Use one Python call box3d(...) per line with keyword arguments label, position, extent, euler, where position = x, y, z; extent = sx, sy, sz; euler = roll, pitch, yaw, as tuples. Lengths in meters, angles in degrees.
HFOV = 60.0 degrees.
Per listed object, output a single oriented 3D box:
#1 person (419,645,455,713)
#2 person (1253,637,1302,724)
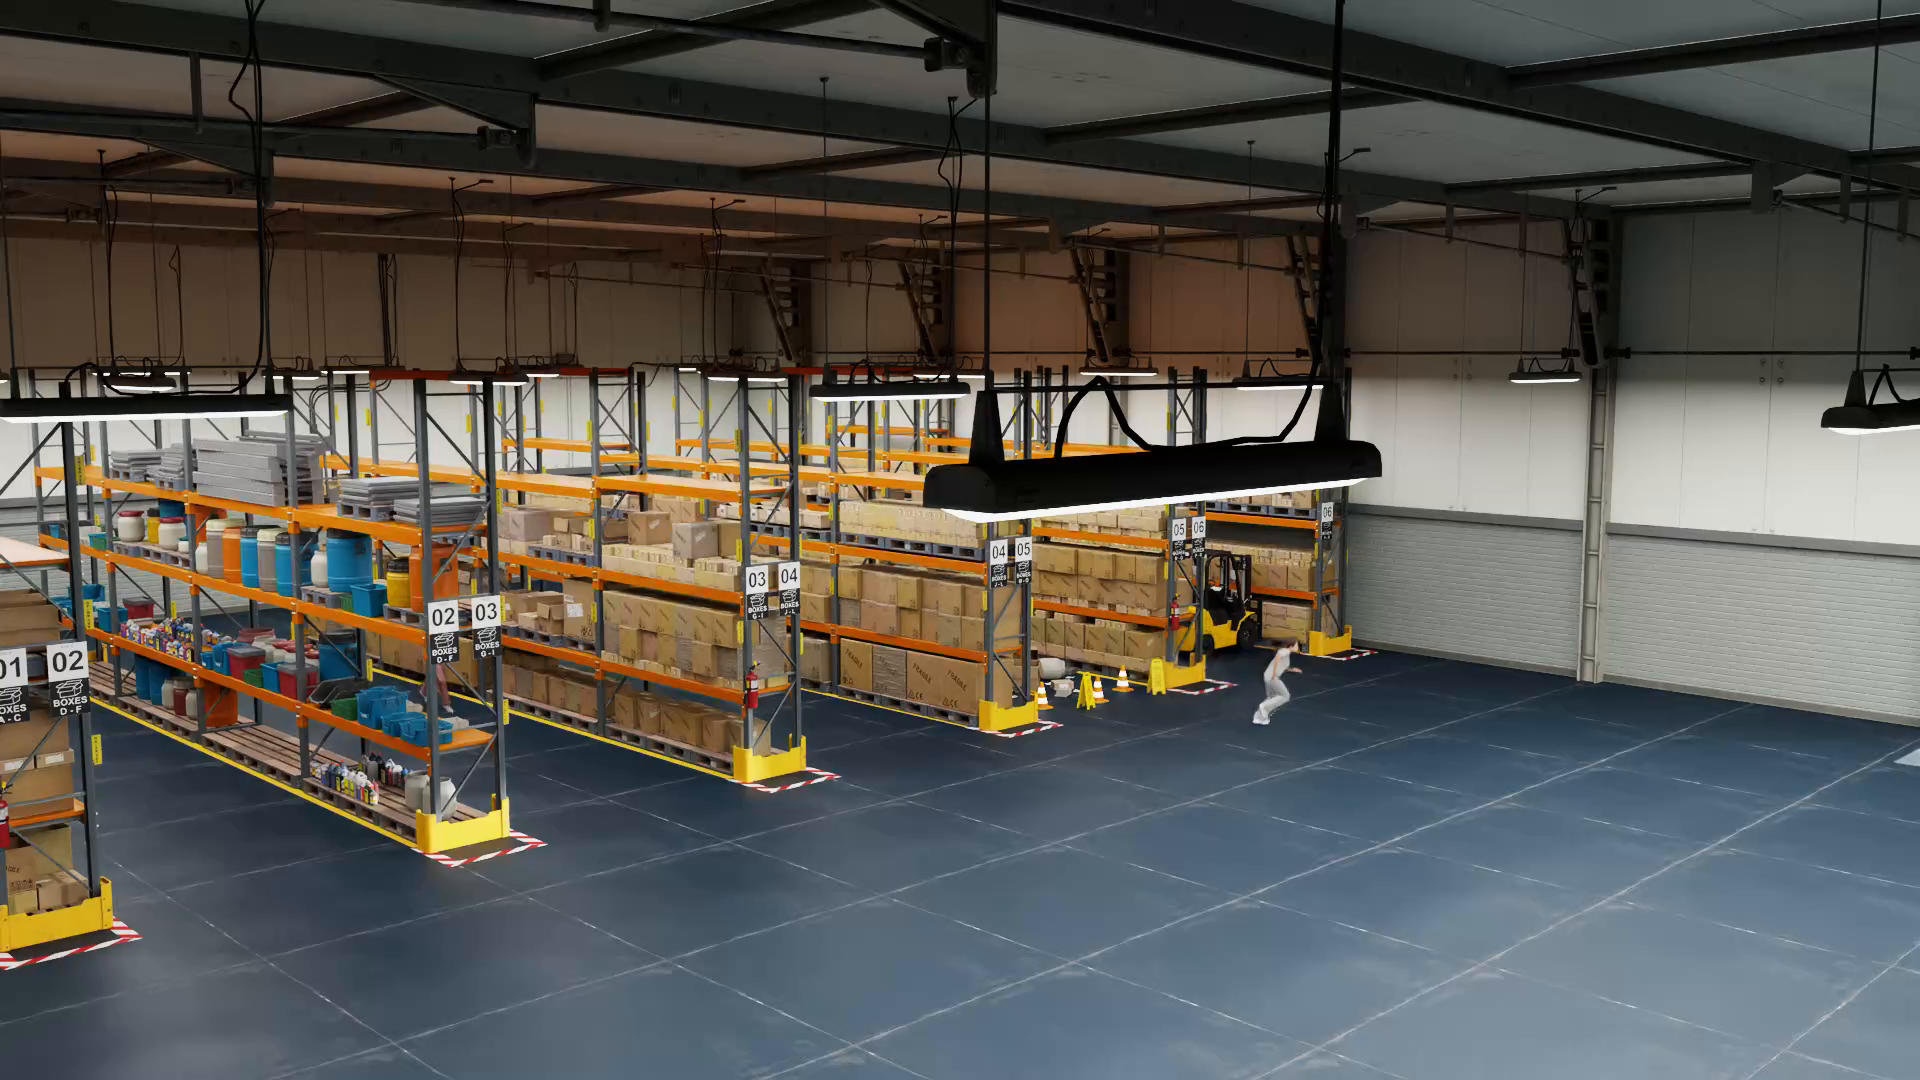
box3d(label="person", position=(-9.325, 2.232, 29.523), extent=(1.003, 1.625, 0.615), euler=(6, 9, 43))
box3d(label="person", position=(5.405, 2.404, 28.252), extent=(0.823, 1.504, 0.591), euler=(0, 6, 1))
